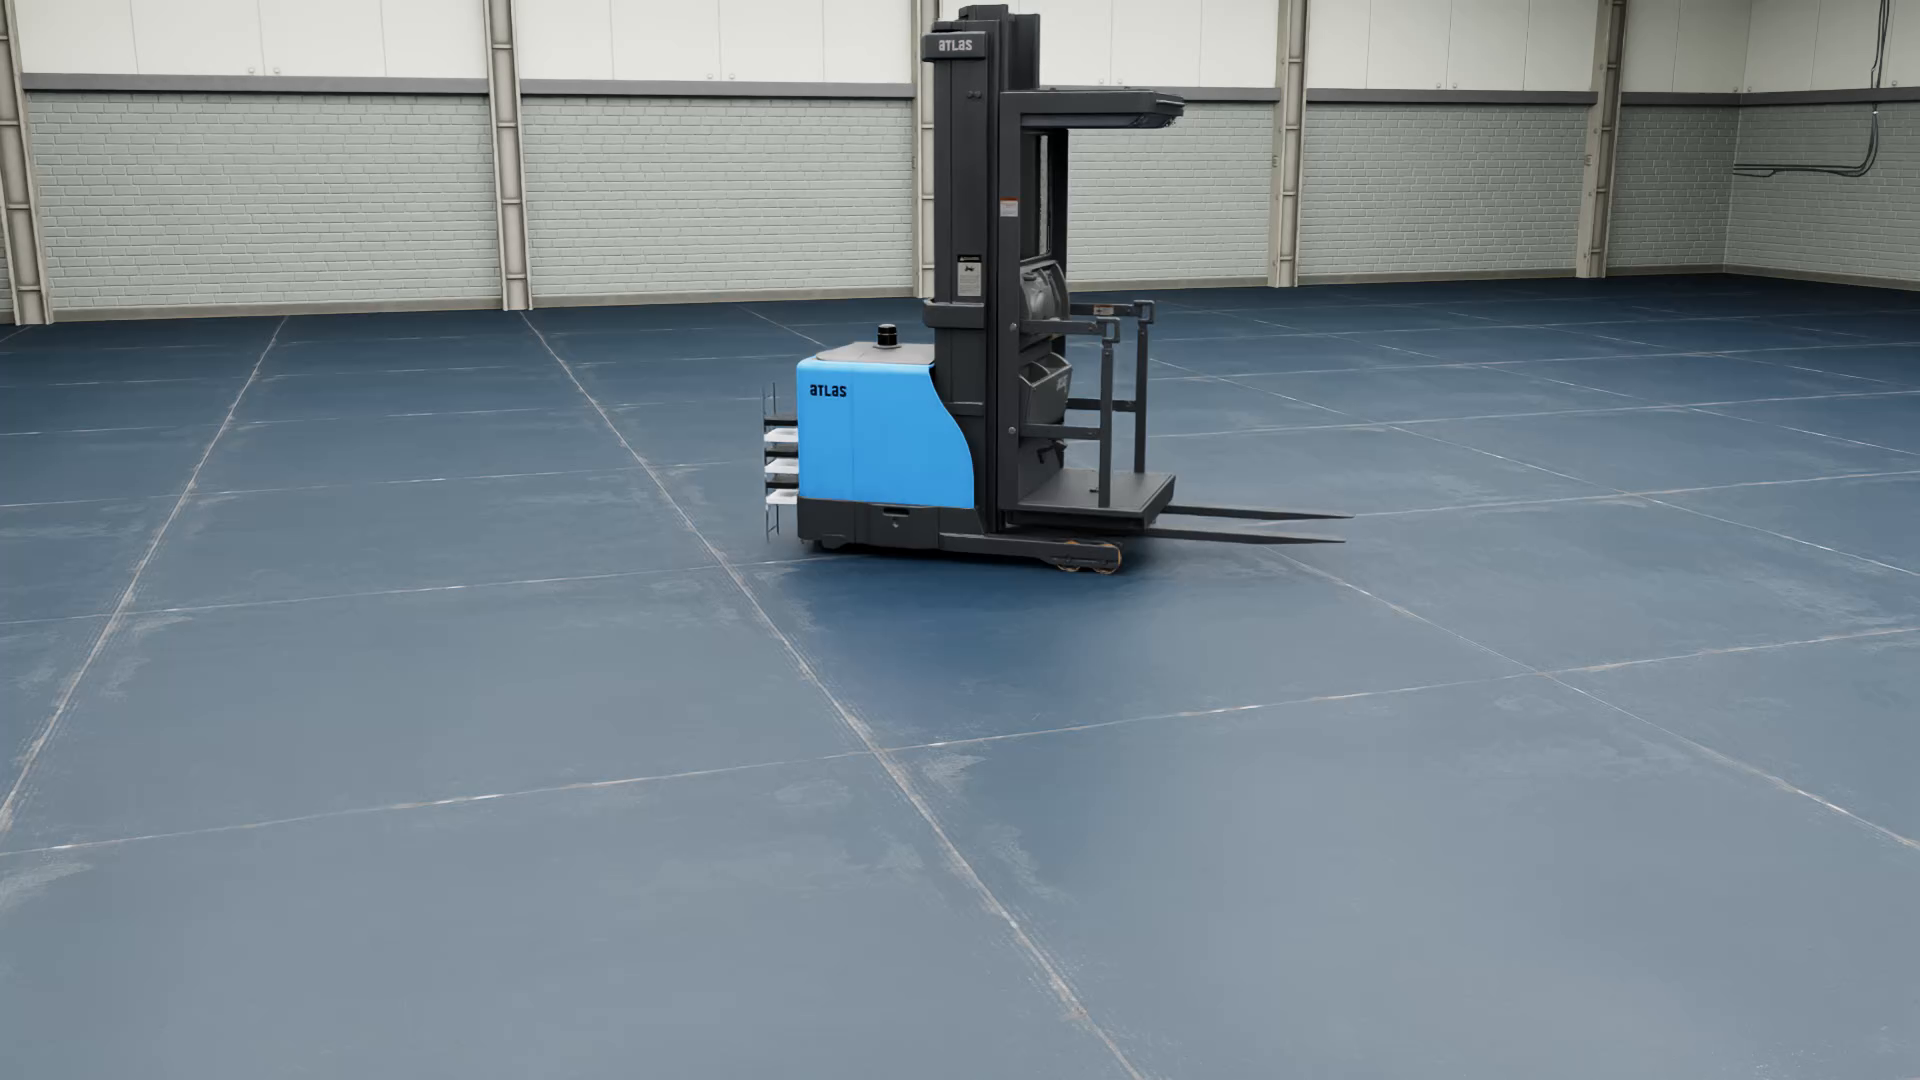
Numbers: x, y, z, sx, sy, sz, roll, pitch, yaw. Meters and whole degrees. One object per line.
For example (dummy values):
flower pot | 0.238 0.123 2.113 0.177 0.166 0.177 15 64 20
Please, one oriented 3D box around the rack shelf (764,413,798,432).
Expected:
rack shelf | -0.989 -0.672 9.499 0.200 0.077 0.258 2 14 10

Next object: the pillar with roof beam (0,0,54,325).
pillar with roof beam | -10.479 -6.209 16.298 0.400 9.000 9.100 -4 14 -18

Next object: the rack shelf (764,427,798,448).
rack shelf | -0.989 -0.584 9.520 0.200 0.077 0.258 2 14 10

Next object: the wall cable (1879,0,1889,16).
wall cable | 14.971 -9.204 24.689 0.112 2.526 3.097 -4 14 -18

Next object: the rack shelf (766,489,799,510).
rack shelf | -0.989 -0.234 9.603 0.200 0.077 0.258 2 14 10

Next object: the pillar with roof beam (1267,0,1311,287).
pillar with roof beam | 6.581 -7.537 21.883 0.400 9.000 9.100 -4 14 -18

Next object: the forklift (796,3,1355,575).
forklift | 0.655 -1.378 9.101 3.031 2.935 1.130 4 14 16

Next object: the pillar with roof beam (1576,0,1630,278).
pillar with roof beam | 12.267 -7.980 23.745 0.400 9.000 9.100 -4 14 -18

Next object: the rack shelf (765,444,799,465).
rack shelf | -0.989 -0.496 9.540 0.200 0.077 0.258 2 14 10

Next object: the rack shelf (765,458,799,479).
rack shelf | -0.989 -0.409 9.561 0.200 0.077 0.258 2 14 10

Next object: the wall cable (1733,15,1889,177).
wall cable | 14.108 -7.341 27.768 0.112 2.526 3.097 -4 14 -18

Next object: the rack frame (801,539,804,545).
rack frame | -0.889 -0.437 9.537 0.006 0.900 0.240 2 14 10

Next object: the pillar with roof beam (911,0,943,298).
pillar with roof beam | 0.894 -7.094 20.021 0.400 9.000 9.100 -4 14 -18

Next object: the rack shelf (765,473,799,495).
rack shelf | -0.989 -0.321 9.582 0.200 0.077 0.258 2 14 10

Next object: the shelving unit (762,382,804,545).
shelving unit | -0.989 -0.441 9.554 0.210 0.900 0.258 2 14 10

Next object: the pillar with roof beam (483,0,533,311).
pillar with roof beam | -4.793 -6.651 18.160 0.400 9.000 9.100 -4 14 -18

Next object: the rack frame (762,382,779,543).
rack frame | -1.089 -0.445 9.570 0.006 0.900 0.240 2 14 10
